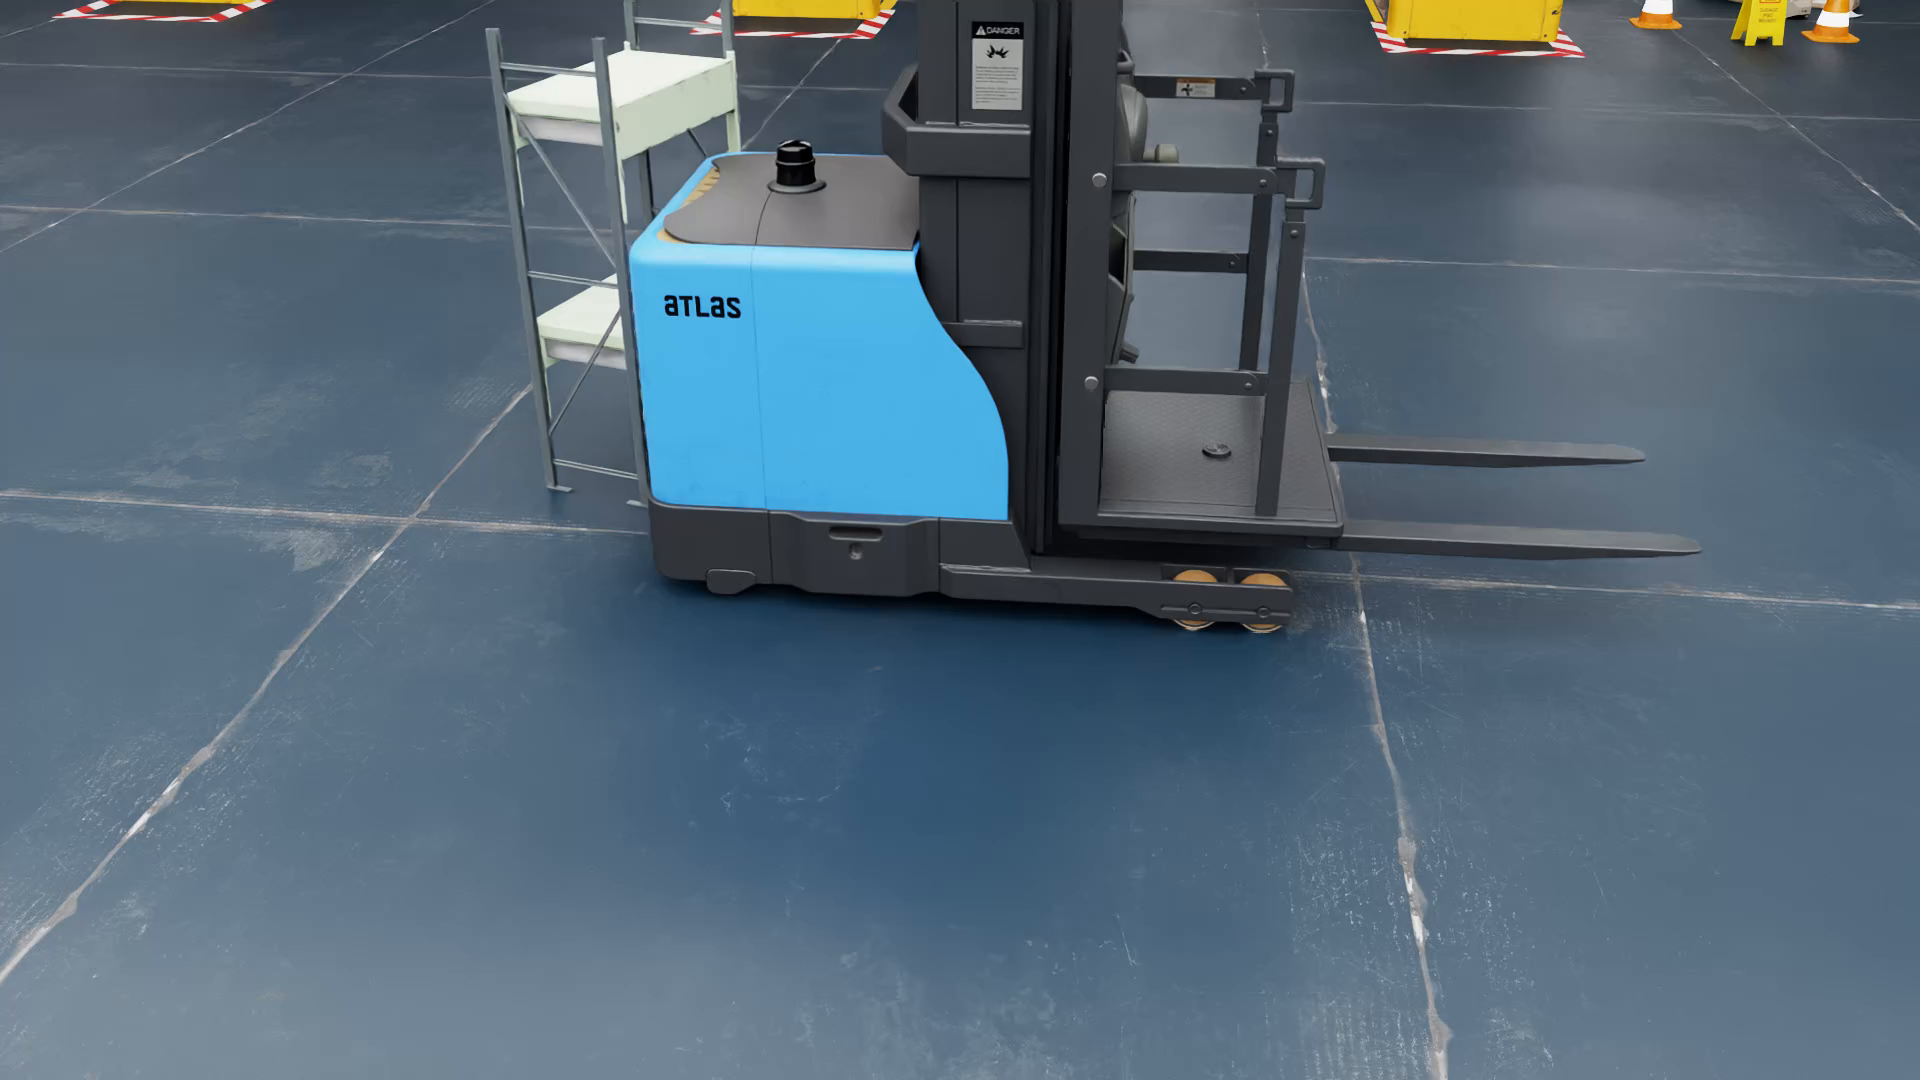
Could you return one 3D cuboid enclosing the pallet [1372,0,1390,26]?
[{"bbox_3d":[3.715,-4.139,12.711,1.003,0.211,1.213,3,28,6],"label":"pallet"}]

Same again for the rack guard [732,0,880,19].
[{"bbox_3d":[-1.206,-4.257,12.625,1.175,0.500,0.348,3,28,6],"label":"rack guard"}]

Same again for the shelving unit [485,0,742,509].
[{"bbox_3d":[-1.058,-0.962,5.454,0.431,1.500,0.755,11,30,20],"label":"shelving unit"}]

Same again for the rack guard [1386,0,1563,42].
[{"bbox_3d":[3.692,-3.874,11.915,1.175,0.500,0.348,3,28,6],"label":"rack guard"}]

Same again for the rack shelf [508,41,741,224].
[{"bbox_3d":[-1.059,-1.306,5.269,0.431,0.370,0.720,11,30,20],"label":"rack shelf"}]

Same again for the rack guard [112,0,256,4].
[{"bbox_3d":[-6.168,-4.548,13.165,1.175,0.500,0.348,3,28,6],"label":"rack guard"}]

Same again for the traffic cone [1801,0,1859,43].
[{"bbox_3d":[6.249,-3.811,11.836,0.336,0.463,0.334,3,28,6],"label":"traffic cone"}]

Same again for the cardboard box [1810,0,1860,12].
[{"bbox_3d":[6.776,-4.225,12.936,0.380,0.149,0.250,20,34,32],"label":"cardboard box"}]

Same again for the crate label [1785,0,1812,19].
[{"bbox_3d":[6.284,-4.041,12.607,0.250,0.136,0.298,-11,30,-20],"label":"crate label"}]

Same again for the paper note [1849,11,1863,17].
[{"bbox_3d":[6.760,-4.000,12.642,0.148,0.019,0.142,-6,29,-11],"label":"paper note"}]

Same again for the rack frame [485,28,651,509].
[{"bbox_3d":[-1.197,-0.802,5.155,0.400,1.500,0.023,11,30,20],"label":"rack frame"}]

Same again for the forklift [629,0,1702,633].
[{"bbox_3d":[0.635,-1.291,4.556,3.031,2.935,1.130,3,28,5],"label":"forklift"}]

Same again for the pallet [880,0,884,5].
[{"bbox_3d":[-1.071,-4.511,13.400,1.003,0.211,1.213,3,28,6],"label":"pallet"}]

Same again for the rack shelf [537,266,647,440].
[{"bbox_3d":[-1.057,-0.675,5.608,0.431,0.370,0.720,11,30,20],"label":"rack shelf"}]

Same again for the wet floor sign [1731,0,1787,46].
[{"bbox_3d":[5.657,-3.821,11.662,0.267,0.644,0.232,-1,28,-3],"label":"wet floor sign"}]

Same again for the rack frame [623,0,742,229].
[{"bbox_3d":[-0.919,-1.123,5.752,0.400,1.500,0.023,11,30,20],"label":"rack frame"}]

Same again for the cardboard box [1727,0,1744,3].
[{"bbox_3d":[6.323,-4.621,13.297,0.797,0.503,0.637,-17,33,-29],"label":"cardboard box"}]

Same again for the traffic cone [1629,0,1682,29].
[{"bbox_3d":[5.169,-4.037,12.255,0.336,0.463,0.334,3,28,6],"label":"traffic cone"}]
